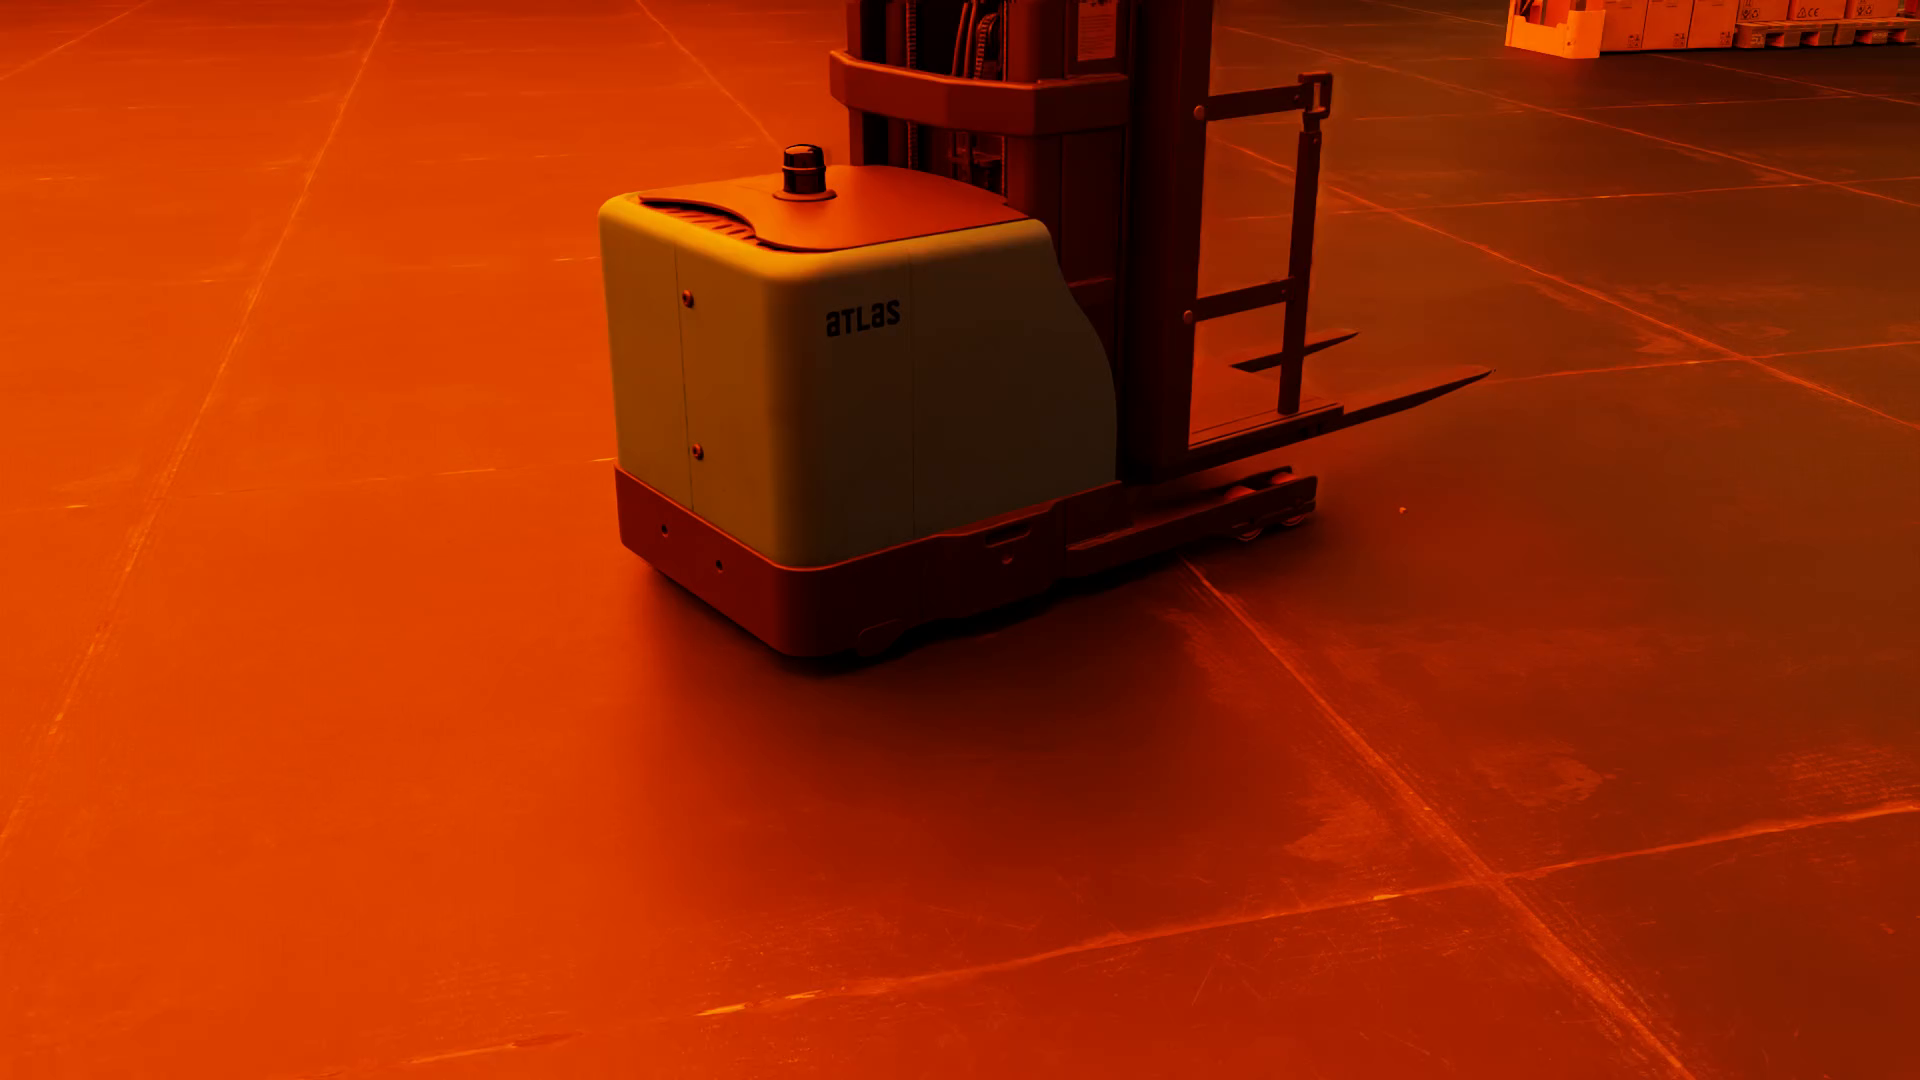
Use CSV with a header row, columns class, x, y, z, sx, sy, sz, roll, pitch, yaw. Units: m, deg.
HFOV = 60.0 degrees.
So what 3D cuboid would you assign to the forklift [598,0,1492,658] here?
class,x,y,z,sx,sy,sz,roll,pitch,yaw
forklift,0.484,-1.493,4.818,3.031,2.935,1.130,-17,28,-34
